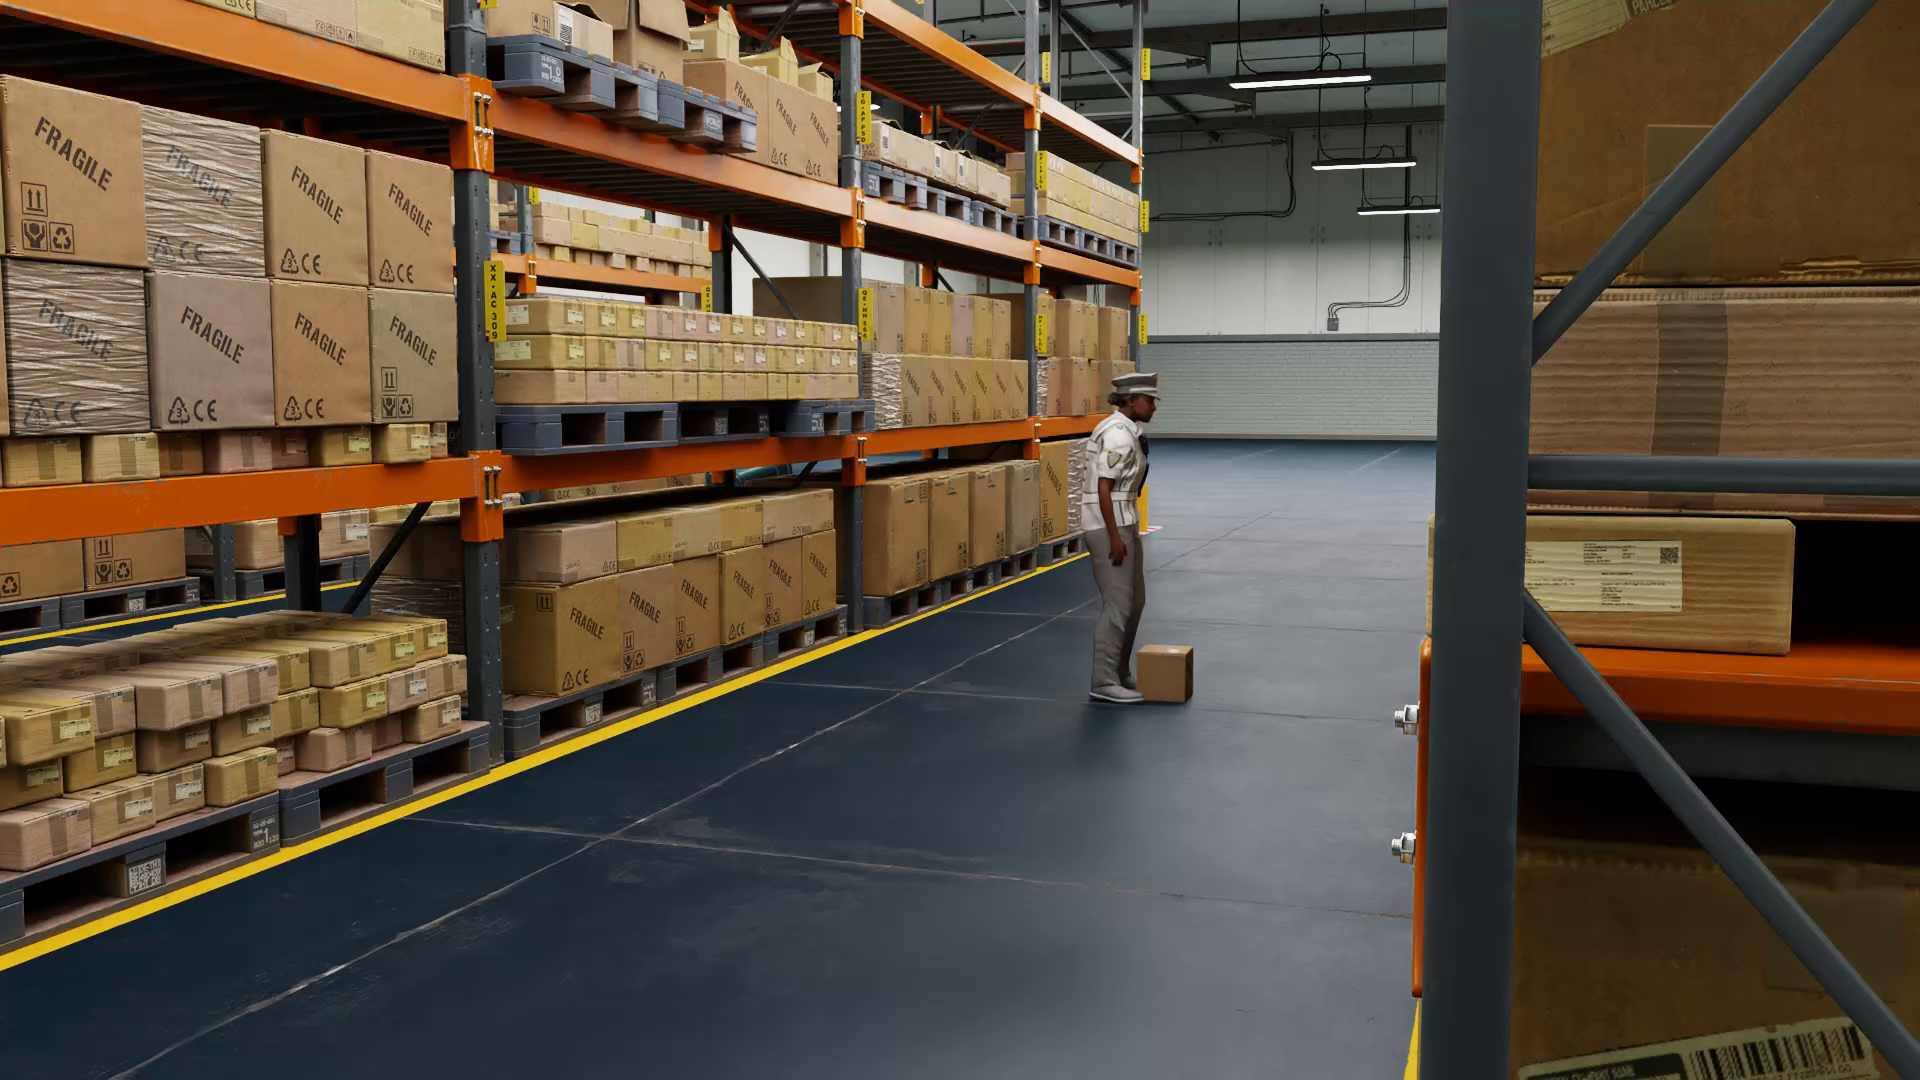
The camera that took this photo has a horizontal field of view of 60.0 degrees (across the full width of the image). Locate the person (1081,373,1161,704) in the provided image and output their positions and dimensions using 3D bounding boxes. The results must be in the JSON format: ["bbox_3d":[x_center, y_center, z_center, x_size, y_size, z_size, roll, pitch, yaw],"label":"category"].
[{"bbox_3d":[0.820,-0.023,8.512,0.397,1.656,0.514,2,6,16],"label":"person"}]
